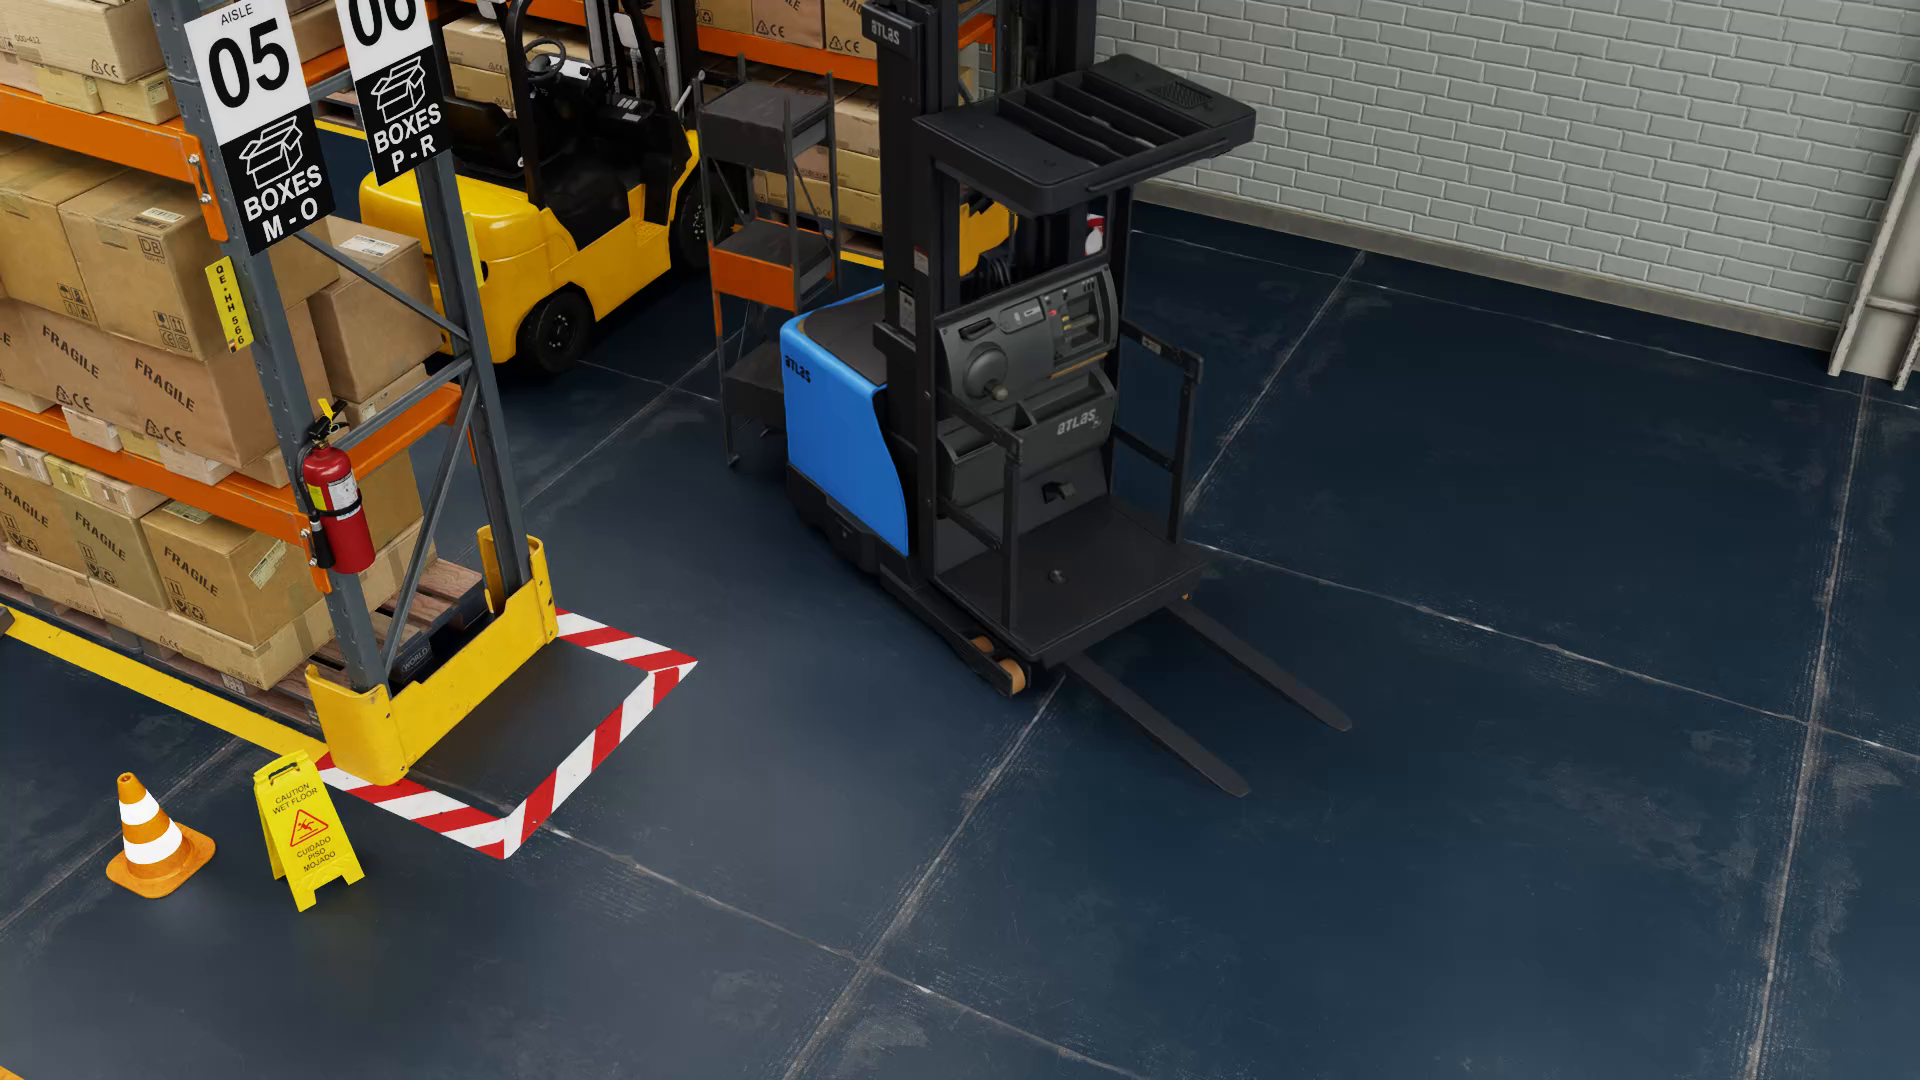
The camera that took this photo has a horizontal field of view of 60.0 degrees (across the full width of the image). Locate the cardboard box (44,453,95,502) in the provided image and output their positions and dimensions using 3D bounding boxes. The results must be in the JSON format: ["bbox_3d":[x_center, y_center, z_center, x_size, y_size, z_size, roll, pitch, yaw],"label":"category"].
[{"bbox_3d":[-3.601,-0.347,7.016,0.250,0.149,0.380,18,41,22],"label":"cardboard box"}]

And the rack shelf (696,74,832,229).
[{"bbox_3d":[-0.901,-1.828,7.800,0.480,0.518,0.431,18,40,22],"label":"rack shelf"}]

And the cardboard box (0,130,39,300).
[{"bbox_3d":[-3.691,-1.310,6.359,0.500,0.500,0.700,17,40,21],"label":"cardboard box"}]

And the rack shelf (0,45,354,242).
[{"bbox_3d":[-3.967,-1.962,6.487,4.000,0.370,1.077,17,41,21],"label":"rack shelf"}]

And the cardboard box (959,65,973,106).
[{"bbox_3d":[-0.251,-2.869,10.668,0.500,0.250,0.500,17,40,21],"label":"cardboard box"}]

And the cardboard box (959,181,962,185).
[{"bbox_3d":[-0.257,-2.477,10.979,0.500,0.250,0.500,18,41,22],"label":"cardboard box"}]

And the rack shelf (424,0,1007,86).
[{"bbox_3d":[-1.687,-3.433,10.906,4.000,0.370,1.077,17,41,21],"label":"rack shelf"}]

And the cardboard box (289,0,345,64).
[{"bbox_3d":[-2.336,-1.858,5.964,0.250,0.149,0.380,17,41,22],"label":"cardboard box"}]

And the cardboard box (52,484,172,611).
[{"bbox_3d":[-3.487,-0.094,7.219,0.500,0.500,0.500,19,41,23],"label":"cardboard box"}]

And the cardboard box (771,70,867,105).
[{"bbox_3d":[-0.920,-2.733,10.489,0.500,0.250,0.500,18,41,22],"label":"cardboard box"}]

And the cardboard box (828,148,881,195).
[{"bbox_3d":[-0.487,-2.402,10.466,0.500,0.250,0.500,17,40,21],"label":"cardboard box"}]

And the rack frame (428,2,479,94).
[{"bbox_3d":[-3.463,-4.275,11.421,0.127,3.000,1.000,17,41,21],"label":"rack frame"}]

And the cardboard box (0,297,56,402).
[{"bbox_3d":[-3.684,-0.941,6.700,0.500,0.500,0.500,17,40,21],"label":"cardboard box"}]

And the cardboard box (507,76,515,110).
[{"bbox_3d":[-2.727,-3.107,11.396,0.500,0.250,0.500,17,40,21],"label":"cardboard box"}]

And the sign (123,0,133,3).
[{"bbox_3d":[-2.464,-1.752,4.884,0.005,0.325,0.100,17,41,21],"label":"sign"}]

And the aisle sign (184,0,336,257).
[{"bbox_3d":[-2.269,-1.360,5.430,0.004,0.787,0.394,17,41,21],"label":"aisle sign"}]

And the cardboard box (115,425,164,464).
[{"bbox_3d":[-3.115,-0.480,6.629,0.250,0.149,0.380,17,40,21],"label":"cardboard box"}]

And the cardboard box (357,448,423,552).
[{"bbox_3d":[-2.801,-0.247,7.421,0.500,0.500,0.500,16,40,20],"label":"cardboard box"}]

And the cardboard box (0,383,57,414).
[{"bbox_3d":[-3.789,-0.704,6.924,0.250,0.149,0.380,17,40,21],"label":"cardboard box"}]

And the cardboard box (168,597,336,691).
[{"bbox_3d":[-3.053,0.344,7.263,0.500,0.250,0.500,17,40,21],"label":"cardboard box"}]

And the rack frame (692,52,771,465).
[{"bbox_3d":[-1.121,-1.345,8.300,0.015,2.100,0.400,18,40,22],"label":"rack frame"}]

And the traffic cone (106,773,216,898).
[{"bbox_3d":[-3.166,1.086,6.456,0.334,0.463,0.336,17,41,21],"label":"traffic cone"}]

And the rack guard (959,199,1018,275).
[{"bbox_3d":[0.110,-2.161,10.703,0.348,0.500,1.175,17,41,21],"label":"rack guard"}]

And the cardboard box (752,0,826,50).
[{"bbox_3d":[-0.925,-3.348,10.117,0.500,0.500,0.500,19,41,23],"label":"cardboard box"}]

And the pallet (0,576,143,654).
[{"bbox_3d":[-4.042,0.008,8.085,1.213,0.211,1.003,17,41,21],"label":"pallet"}]

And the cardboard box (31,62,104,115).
[{"bbox_3d":[-2.872,-1.593,5.614,0.250,0.149,0.380,18,41,22],"label":"cardboard box"}]

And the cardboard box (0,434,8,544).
[{"bbox_3d":[-4.402,-0.384,7.601,0.500,0.500,0.500,20,41,24],"label":"cardboard box"}]

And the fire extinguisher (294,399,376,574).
[{"bbox_3d":[-2.301,-0.187,6.099,0.183,0.674,0.296,17,41,21],"label":"fire extinguisher"}]

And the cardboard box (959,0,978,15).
[{"bbox_3d":[-0.223,-3.490,10.304,0.500,0.500,0.500,19,41,23],"label":"cardboard box"}]

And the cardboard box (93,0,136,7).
[{"bbox_3d":[-2.627,-1.845,5.287,0.250,0.149,0.380,18,41,22],"label":"cardboard box"}]

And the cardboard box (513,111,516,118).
[{"bbox_3d":[-2.728,-2.902,11.539,0.500,0.250,0.500,17,40,21],"label":"cardboard box"}]

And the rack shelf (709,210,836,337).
[{"bbox_3d":[-0.906,-1.265,8.217,0.480,0.518,0.431,18,40,22],"label":"rack shelf"}]

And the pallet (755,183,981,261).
[{"bbox_3d":[-0.610,-2.243,11.050,1.213,0.211,1.003,17,41,21],"label":"pallet"}]

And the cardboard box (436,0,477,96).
[{"bbox_3d":[-3.932,-3.636,12.195,0.625,0.625,0.875,19,41,23],"label":"cardboard box"}]

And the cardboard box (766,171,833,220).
[{"bbox_3d":[-0.911,-2.340,10.798,0.500,0.250,0.500,17,41,21],"label":"cardboard box"}]

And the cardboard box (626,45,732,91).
[{"bbox_3d":[-1.819,-3.013,10.858,0.500,0.250,0.500,17,40,21],"label":"cardboard box"}]

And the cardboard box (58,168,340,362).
[{"bbox_3d":[-2.745,-1.079,6.054,0.500,0.500,0.700,16,40,20],"label":"cardboard box"}]

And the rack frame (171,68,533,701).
[{"bbox_3d":[-2.191,-0.497,6.444,0.127,3.000,1.000,17,41,21],"label":"rack frame"}]

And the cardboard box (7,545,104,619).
[{"bbox_3d":[-3.956,0.060,7.637,0.500,0.250,0.500,16,40,20],"label":"cardboard box"}]

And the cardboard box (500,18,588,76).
[{"bbox_3d":[-2.728,-3.295,11.230,0.500,0.250,0.500,17,41,22],"label":"cardboard box"}]

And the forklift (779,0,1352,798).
[{"bbox_3d":[0.433,-0.818,6.924,1.130,2.935,3.031,-25,44,-29],"label":"forklift"}]

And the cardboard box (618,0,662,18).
[{"bbox_3d":[-1.832,-3.624,10.481,0.500,0.500,0.500,18,41,22],"label":"cardboard box"}]

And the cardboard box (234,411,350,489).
[{"bbox_3d":[-2.621,-0.386,6.505,0.250,0.149,0.380,19,41,23],"label":"cardboard box"}]

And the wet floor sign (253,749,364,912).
[{"bbox_3d":[-2.514,1.068,6.329,0.267,0.644,0.232,-29,46,-33],"label":"wet floor sign"}]

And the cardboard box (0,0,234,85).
[{"bbox_3d":[-2.769,-1.748,5.489,0.500,0.250,0.500,17,40,21],"label":"cardboard box"}]

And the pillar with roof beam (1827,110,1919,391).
[{"bbox_3d":[3.233,-2.251,3.792,0.400,9.000,9.100,17,41,21],"label":"pillar with roof beam"}]

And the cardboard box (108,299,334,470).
[{"bbox_3d":[-2.799,-0.658,6.328,0.500,0.500,0.500,17,40,21],"label":"cardboard box"}]

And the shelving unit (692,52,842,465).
[{"bbox_3d":[-0.906,-1.276,8.209,0.503,2.100,0.431,18,40,22],"label":"shelving unit"}]
